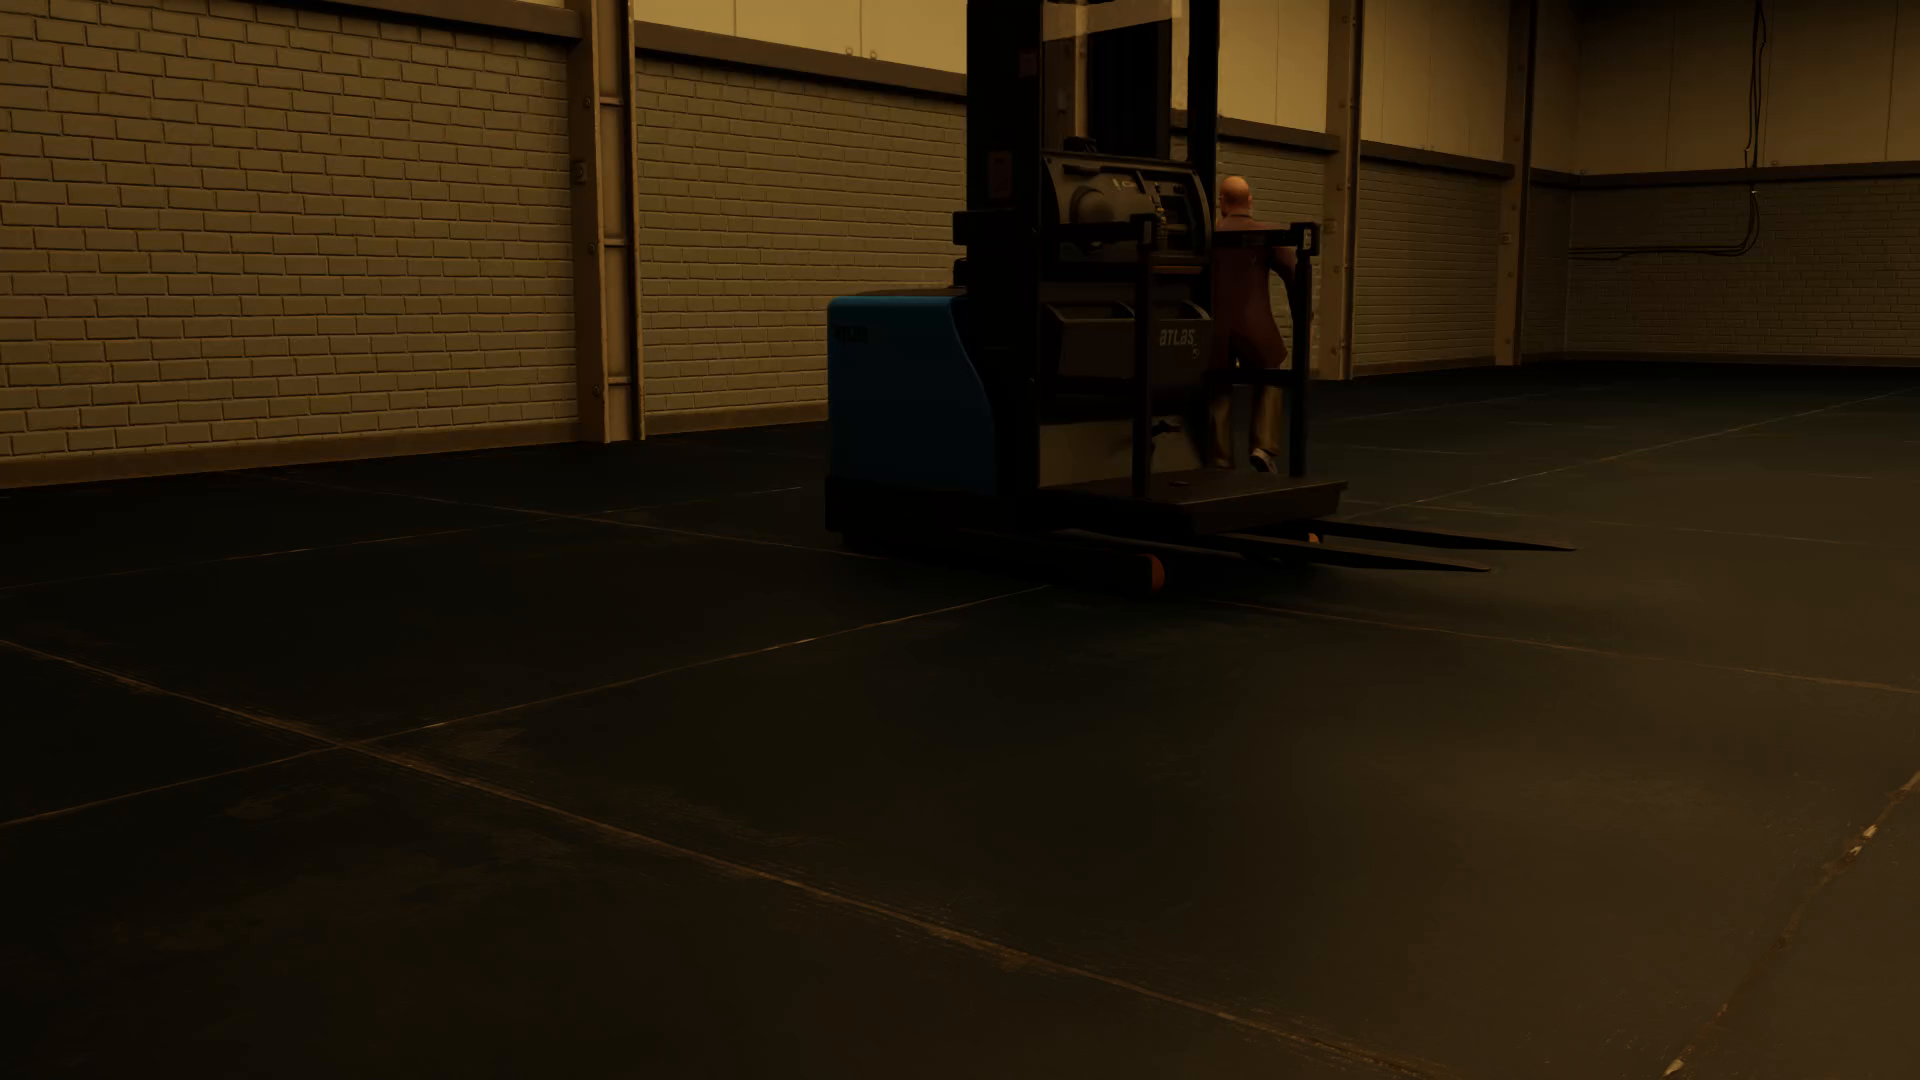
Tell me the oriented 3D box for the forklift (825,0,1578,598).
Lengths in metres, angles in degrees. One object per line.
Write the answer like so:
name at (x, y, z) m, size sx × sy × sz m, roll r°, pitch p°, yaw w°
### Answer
forklift at (0.812, -1.325, 6.334) m, size 1.130 × 2.935 × 3.031 m, roll -8°, pitch 12°, yaw -44°

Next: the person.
person at (1.583, -1.195, 9.662) m, size 0.917 × 1.792 × 0.486 m, roll 3°, pitch 9°, yaw 22°
